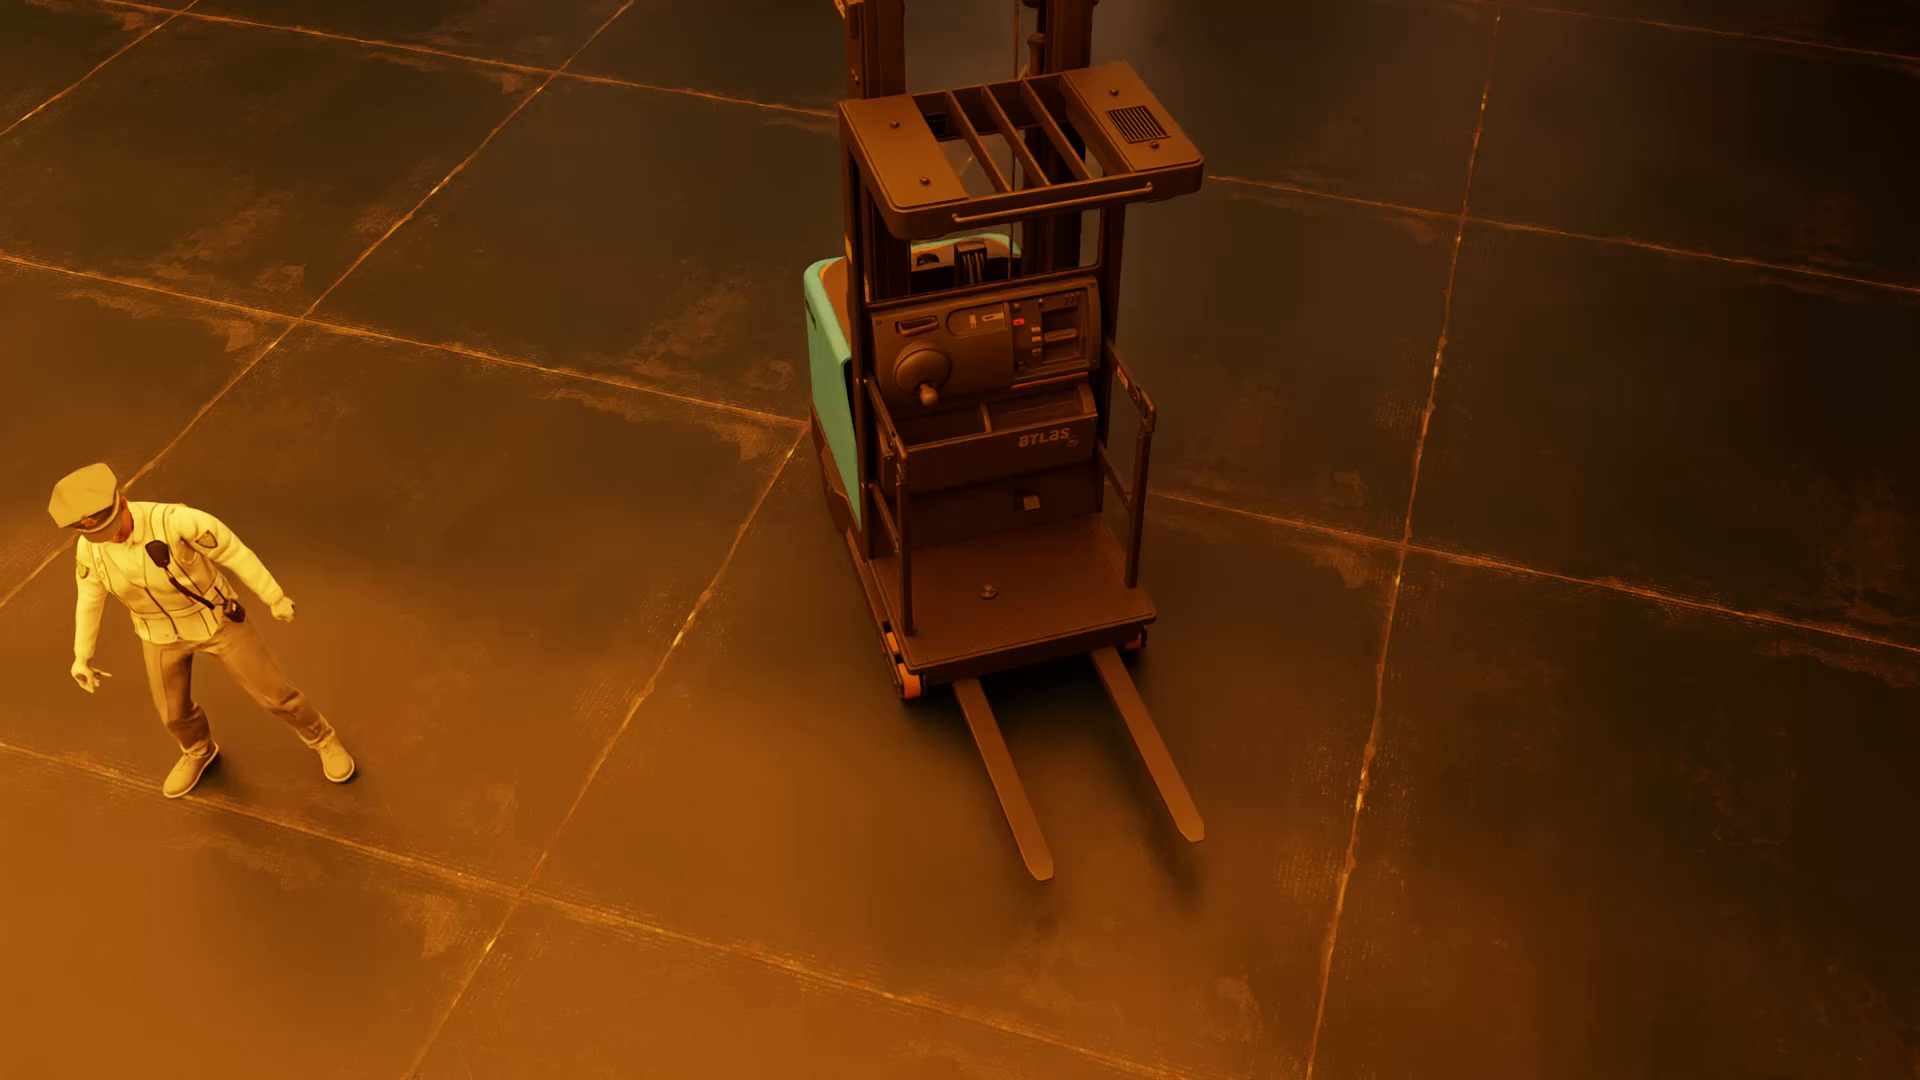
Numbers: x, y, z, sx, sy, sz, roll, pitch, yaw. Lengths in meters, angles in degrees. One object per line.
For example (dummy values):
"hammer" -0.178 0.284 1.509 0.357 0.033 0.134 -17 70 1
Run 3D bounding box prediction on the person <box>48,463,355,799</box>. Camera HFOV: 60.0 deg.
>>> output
"person" -2.900 0.358 6.266 0.832 1.634 0.383 -5 43 -5

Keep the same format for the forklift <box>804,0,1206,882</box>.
"forklift" 0.177 -0.698 6.439 1.130 2.935 3.031 -12 44 -12
